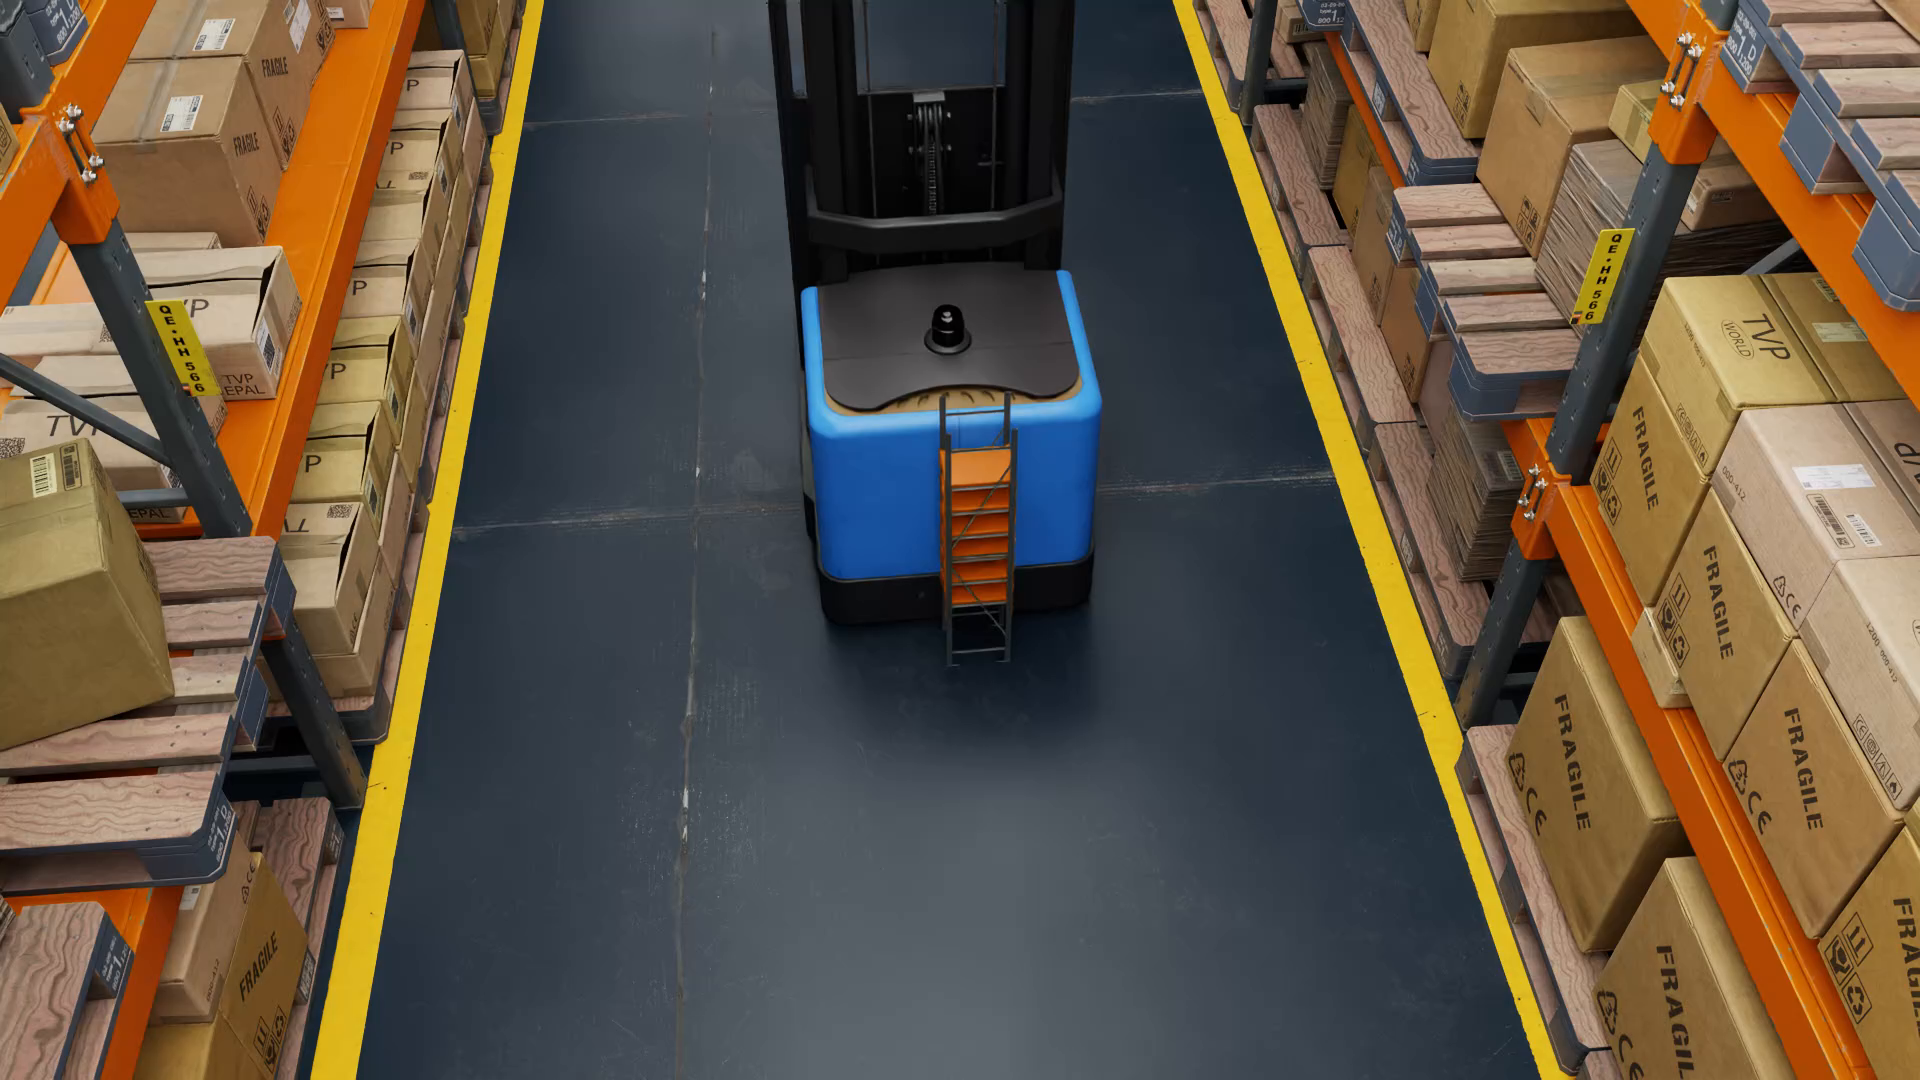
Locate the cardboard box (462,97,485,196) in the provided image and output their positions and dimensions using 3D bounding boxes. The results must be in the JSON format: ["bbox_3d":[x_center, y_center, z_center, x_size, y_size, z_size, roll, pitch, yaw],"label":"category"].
[{"bbox_3d":[-2.617,-1.907,8.094,0.500,0.250,0.500,-4,47,-4],"label":"cardboard box"}]

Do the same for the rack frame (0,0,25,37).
[{"bbox_3d":[-2.605,-2.159,2.597,1.000,3.000,0.127,-3,47,-3],"label":"rack frame"}]

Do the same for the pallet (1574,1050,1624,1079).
[{"bbox_3d":[2.421,2.015,4.697,1.003,0.211,1.213,-3,47,-3],"label":"pallet"}]

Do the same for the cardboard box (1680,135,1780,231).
[{"bbox_3d":[2.272,-1.056,4.866,0.380,0.149,0.250,-9,47,-8],"label":"cardboard box"}]

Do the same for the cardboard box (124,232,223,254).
[{"bbox_3d":[-2.768,-0.929,5.737,0.380,0.149,0.250,0,47,0],"label":"cardboard box"}]

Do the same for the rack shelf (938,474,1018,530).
[{"bbox_3d":[0.061,-0.142,5.789,0.258,0.103,0.180,-4,47,-4],"label":"rack shelf"}]

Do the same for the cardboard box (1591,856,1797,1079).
[{"bbox_3d":[2.328,1.369,4.579,0.750,0.750,0.750,-4,47,-3],"label":"cardboard box"}]

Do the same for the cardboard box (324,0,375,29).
[{"bbox_3d":[-2.684,-2.319,6.973,0.396,0.266,0.258,-5,47,-4],"label":"cardboard box"}]

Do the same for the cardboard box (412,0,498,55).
[{"bbox_3d":[-2.667,-2.801,8.425,0.500,0.500,0.500,-3,47,-3],"label":"cardboard box"}]

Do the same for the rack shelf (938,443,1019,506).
[{"bbox_3d":[0.061,-0.225,5.702,0.258,0.103,0.180,-4,47,-4],"label":"rack shelf"}]

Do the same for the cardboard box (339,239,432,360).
[{"bbox_3d":[-2.493,-1.005,6.854,0.500,0.311,0.500,-4,47,-4],"label":"cardboard box"}]

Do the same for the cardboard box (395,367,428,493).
[{"bbox_3d":[-2.449,-0.431,6.697,0.500,0.250,0.500,-5,47,-4],"label":"cardboard box"}]

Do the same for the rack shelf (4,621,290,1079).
[{"bbox_3d":[-2.438,1.598,3.666,1.077,0.370,4.000,-3,47,-3],"label":"rack shelf"}]

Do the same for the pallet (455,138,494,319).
[{"bbox_3d":[-2.840,-1.501,8.026,1.003,0.211,1.213,-3,47,-3],"label":"pallet"}]

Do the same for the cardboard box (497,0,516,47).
[{"bbox_3d":[-2.714,-2.905,9.040,0.500,0.250,0.500,-3,47,-3],"label":"cardboard box"}]

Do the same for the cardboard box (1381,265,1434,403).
[{"bbox_3d":[2.221,-0.947,6.999,0.700,0.500,0.500,-4,47,-4],"label":"cardboard box"}]

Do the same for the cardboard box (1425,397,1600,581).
[{"bbox_3d":[2.218,-0.209,6.301,0.700,0.500,0.500,-3,47,-3],"label":"cardboard box"}]

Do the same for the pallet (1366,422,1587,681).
[{"bbox_3d":[2.267,-0.006,6.611,1.003,0.211,1.213,-3,47,-3],"label":"pallet"}]

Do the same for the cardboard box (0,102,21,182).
[{"bbox_3d":[-2.535,-0.848,3.353,0.910,0.500,0.500,-3,47,-3],"label":"cardboard box"}]

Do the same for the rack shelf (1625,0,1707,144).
[{"bbox_3d":[2.163,-2.631,5.605,1.077,0.370,4.000,-3,47,-3],"label":"rack shelf"}]

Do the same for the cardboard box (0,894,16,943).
[{"bbox_3d":[-2.554,0.847,3.524,0.700,0.500,0.500,4,47,4],"label":"cardboard box"}]

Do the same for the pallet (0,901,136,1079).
[{"bbox_3d":[-2.438,1.377,3.512,1.003,0.211,1.213,-3,47,-3],"label":"pallet"}]

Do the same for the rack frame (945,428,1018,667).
[{"bbox_3d":[0.070,0.058,5.869,0.240,1.200,0.006,-4,47,-4],"label":"rack frame"}]

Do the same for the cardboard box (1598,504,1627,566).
[{"bbox_3d":[2.127,-0.068,4.908,0.380,0.149,0.250,-4,47,-4],"label":"cardboard box"}]

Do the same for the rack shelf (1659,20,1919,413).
[{"bbox_3d":[2.498,0.263,2.864,1.077,0.370,4.000,-3,47,-3],"label":"rack shelf"}]

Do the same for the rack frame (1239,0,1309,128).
[{"bbox_3d":[1.996,-3.294,7.804,1.000,3.000,0.127,-3,47,-3],"label":"rack frame"}]

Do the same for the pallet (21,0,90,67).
[{"bbox_3d":[-2.751,-1.548,4.214,1.213,0.211,1.003,-2,47,-1],"label":"pallet"}]

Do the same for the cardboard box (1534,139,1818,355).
[{"bbox_3d":[2.281,-0.925,5.188,0.700,0.500,0.500,-8,47,-8],"label":"cardboard box"}]

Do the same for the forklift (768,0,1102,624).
[{"bbox_3d":[-0.162,-1.763,6.401,1.130,2.935,3.031,-4,47,-4],"label":"forklift"}]

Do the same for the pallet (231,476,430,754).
[{"bbox_3d":[-2.635,0.265,6.354,1.003,0.211,1.213,-3,47,-3],"label":"pallet"}]

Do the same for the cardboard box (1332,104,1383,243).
[{"bbox_3d":[2.167,-1.683,7.697,0.700,0.500,0.500,-4,47,-4],"label":"cardboard box"}]

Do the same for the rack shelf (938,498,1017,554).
[{"bbox_3d":[0.061,-0.060,5.876,0.258,0.103,0.180,-4,47,-4],"label":"rack shelf"}]

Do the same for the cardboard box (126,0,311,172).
[{"bbox_3d":[-2.806,-1.724,6.248,0.500,0.500,0.500,-3,47,-3],"label":"cardboard box"}]

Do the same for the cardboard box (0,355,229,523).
[{"bbox_3d":[-2.592,-0.331,5.059,0.500,0.311,0.500,-1,47,-1],"label":"cardboard box"}]

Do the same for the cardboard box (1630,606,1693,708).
[{"bbox_3d":[2.078,0.312,4.548,0.380,0.149,0.250,-2,47,-2],"label":"cardboard box"}]

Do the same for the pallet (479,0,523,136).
[{"bbox_3d":[-2.965,-2.609,9.076,1.003,0.211,1.213,-3,47,-3],"label":"pallet"}]

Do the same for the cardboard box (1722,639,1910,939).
[{"bbox_3d":[2.191,0.562,3.864,0.500,0.500,0.500,-4,47,-3],"label":"cardboard box"}]

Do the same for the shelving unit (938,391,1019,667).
[{"bbox_3d":[0.061,-0.008,5.931,0.258,1.200,0.189,-4,47,-4],"label":"shelving unit"}]

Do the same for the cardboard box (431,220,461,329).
[{"bbox_3d":[-2.533,-1.170,7.397,0.500,0.250,0.500,-3,47,-2],"label":"cardboard box"}]

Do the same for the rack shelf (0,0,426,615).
[{"bbox_3d":[-2.773,-1.296,6.407,1.077,0.370,4.000,-3,47,-3],"label":"rack shelf"}]

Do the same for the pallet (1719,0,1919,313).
[{"bbox_3d":[2.437,-0.904,3.604,1.213,0.211,1.003,-2,47,-1],"label":"pallet"}]

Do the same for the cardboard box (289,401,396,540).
[{"bbox_3d":[-2.409,-0.264,6.153,0.500,0.311,0.500,-5,47,-4],"label":"cardboard box"}]

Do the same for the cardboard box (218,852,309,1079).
[{"bbox_3d":[-2.293,1.275,4.896,0.500,0.500,0.500,-2,47,-2],"label":"cardboard box"}]

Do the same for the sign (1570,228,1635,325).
[{"bbox_3d":[1.791,-0.731,4.633,0.100,0.325,0.005,-3,47,-3],"label":"sign"}]

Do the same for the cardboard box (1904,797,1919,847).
[{"bbox_3d":[2.252,0.662,3.253,0.500,0.250,0.500,-4,47,-4],"label":"cardboard box"}]

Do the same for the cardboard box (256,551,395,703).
[{"bbox_3d":[-2.357,0.308,5.997,0.500,0.250,0.500,-4,47,-3],"label":"cardboard box"}]

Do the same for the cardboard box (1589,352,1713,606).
[{"bbox_3d":[2.116,-0.176,4.564,0.500,0.500,0.500,-2,47,-2],"label":"cardboard box"}]

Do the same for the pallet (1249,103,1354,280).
[{"bbox_3d":[2.062,-1.772,8.283,1.003,0.211,1.213,-3,47,-3],"label":"pallet"}]

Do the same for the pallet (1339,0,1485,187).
[{"bbox_3d":[2.124,-1.764,6.486,1.003,0.211,1.213,-3,47,-3],"label":"pallet"}]

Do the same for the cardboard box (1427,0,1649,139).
[{"bbox_3d":[2.155,-1.825,6.041,0.700,0.500,0.500,-3,47,-3],"label":"cardboard box"}]

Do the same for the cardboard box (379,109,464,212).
[{"bbox_3d":[-2.571,-1.730,7.541,0.500,0.311,0.500,-2,47,-2],"label":"cardboard box"}]

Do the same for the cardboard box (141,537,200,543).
[{"bbox_3d":[-2.895,0.148,5.762,0.500,0.311,0.500,-2,47,-2],"label":"cardboard box"}]

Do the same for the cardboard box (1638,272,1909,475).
[{"bbox_3d":[2.114,-0.436,4.293,0.500,0.250,0.500,-2,47,-2],"label":"cardboard box"}]
